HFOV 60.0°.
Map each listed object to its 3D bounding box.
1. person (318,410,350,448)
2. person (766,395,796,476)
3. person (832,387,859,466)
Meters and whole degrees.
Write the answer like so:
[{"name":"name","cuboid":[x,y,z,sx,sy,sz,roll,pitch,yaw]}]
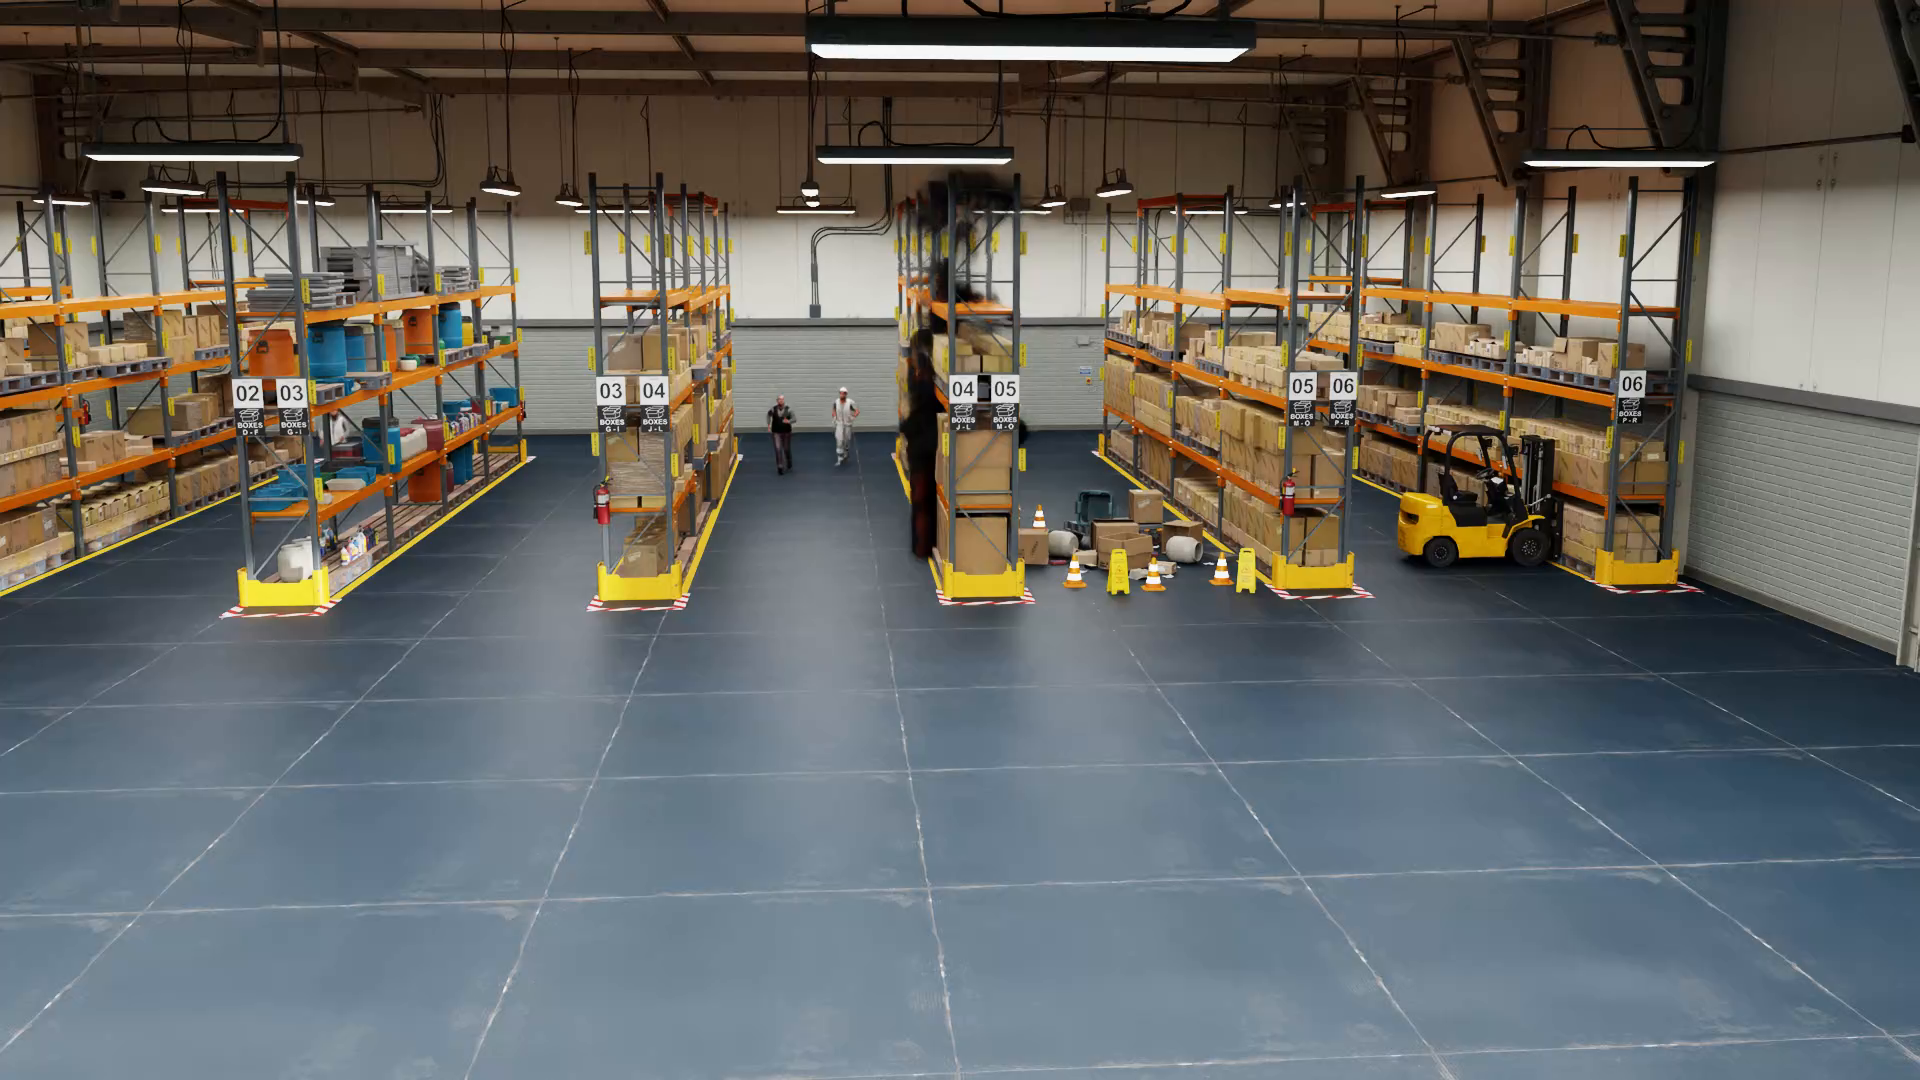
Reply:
[{"name":"person","cuboid":[-13.284,-2.041,35.314,0.646,1.725,0.609,-3,10,-17]},{"name":"person","cuboid":[-3.979,-2.362,37.102,0.674,1.746,0.958,-1,10,-4]},{"name":"person","cuboid":[-2.652,-2.650,38.609,0.651,1.802,0.848,1,10,6]}]
